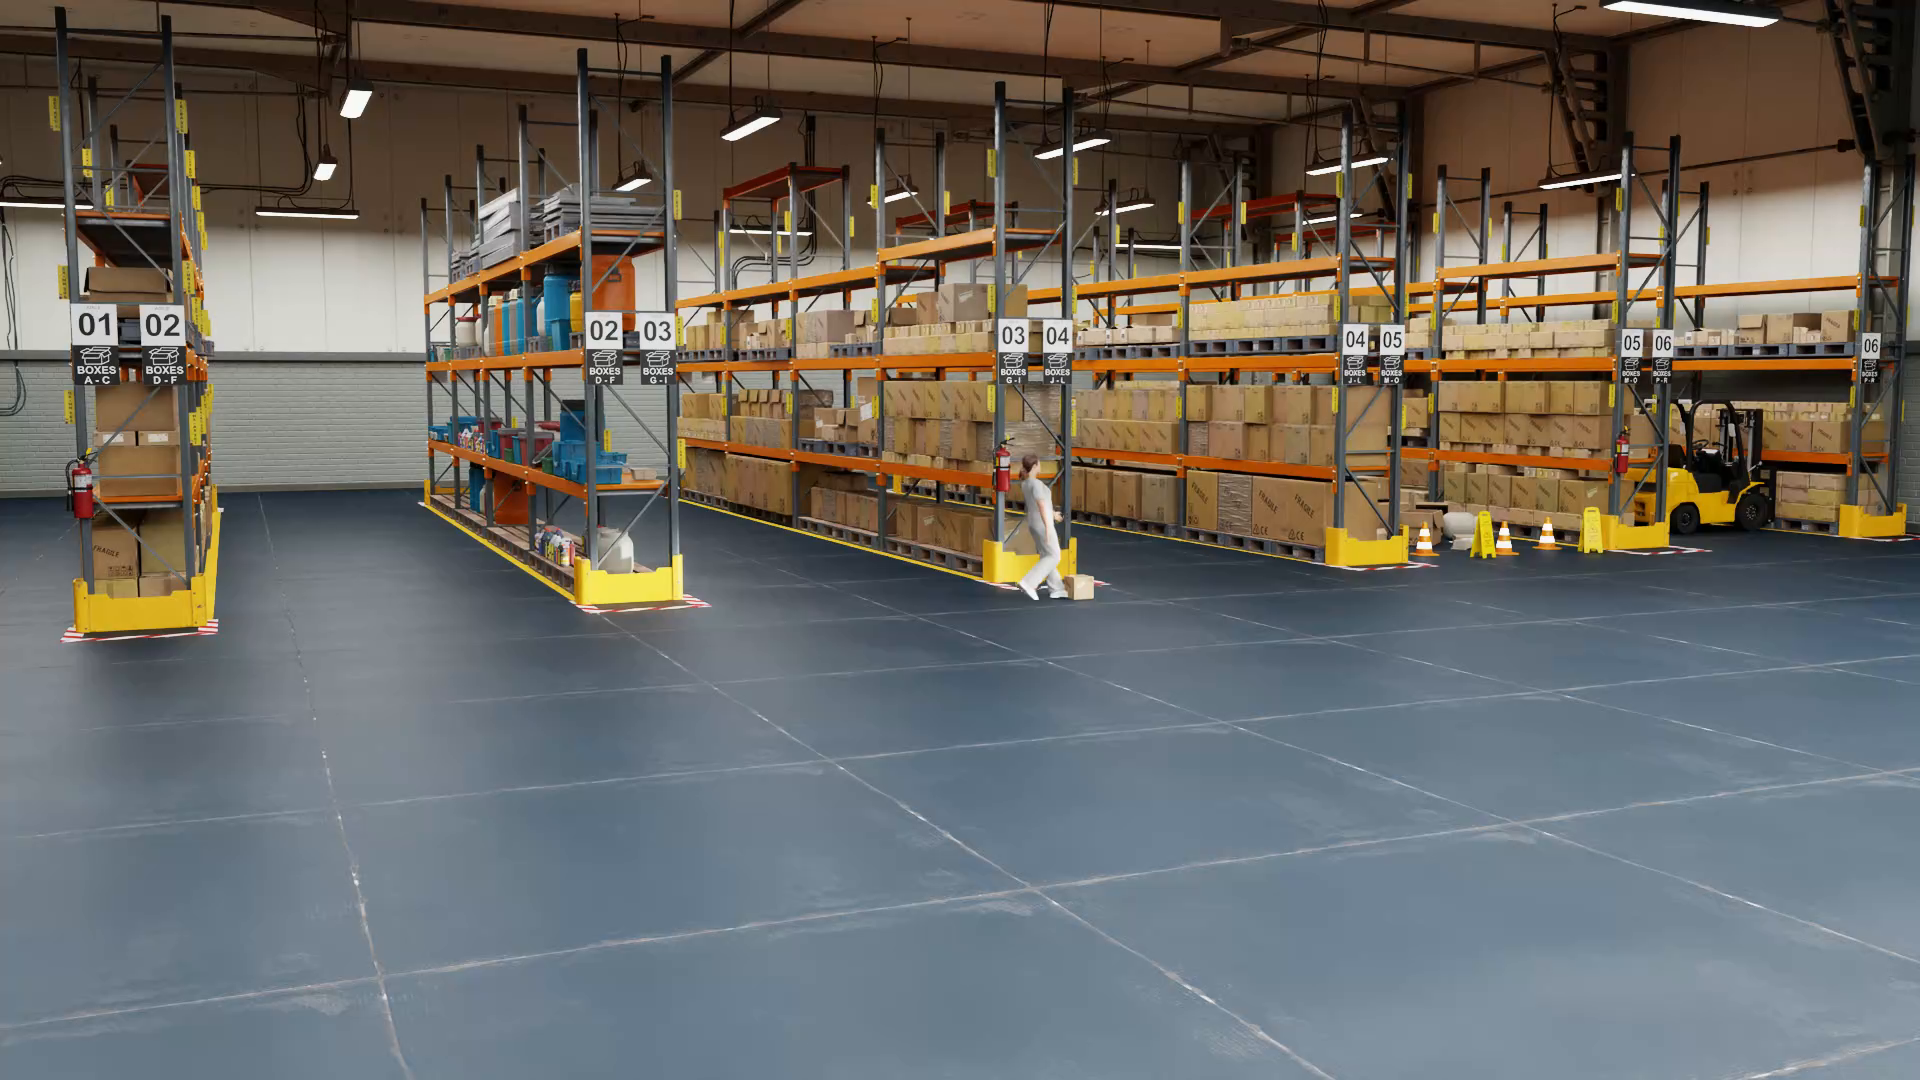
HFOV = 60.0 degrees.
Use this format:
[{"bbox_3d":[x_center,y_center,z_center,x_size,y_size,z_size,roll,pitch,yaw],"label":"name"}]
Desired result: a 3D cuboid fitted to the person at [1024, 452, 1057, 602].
[{"bbox_3d":[0.877,-0.148,18.612,0.369,1.681,0.439,-2,6,-22],"label":"person"}]
